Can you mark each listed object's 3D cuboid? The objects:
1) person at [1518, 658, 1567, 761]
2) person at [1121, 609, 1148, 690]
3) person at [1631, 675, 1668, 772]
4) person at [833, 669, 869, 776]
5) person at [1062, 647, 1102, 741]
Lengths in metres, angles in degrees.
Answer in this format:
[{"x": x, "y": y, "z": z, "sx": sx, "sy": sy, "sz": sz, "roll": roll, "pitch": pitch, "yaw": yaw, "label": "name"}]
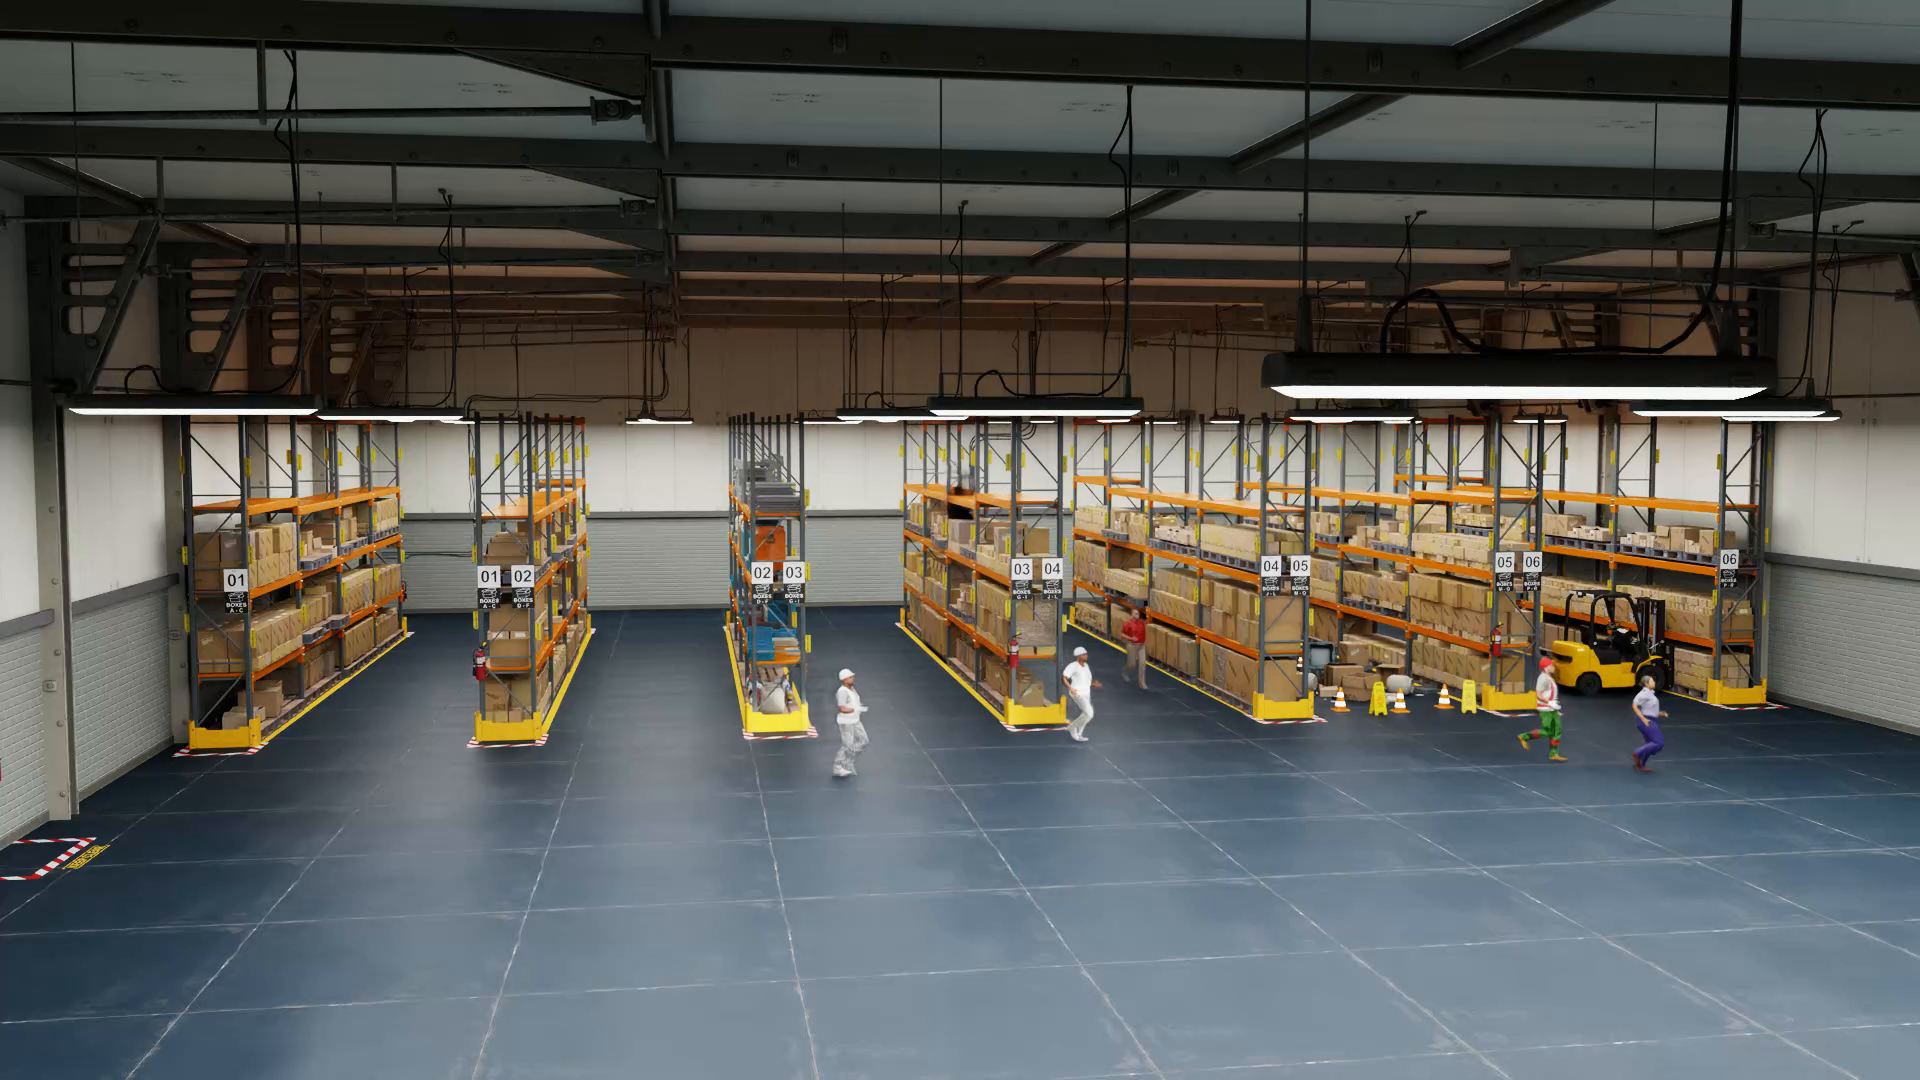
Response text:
[{"x": 10.049, "y": 2.909, "z": 28.606, "sx": 0.823, "sy": 1.761, "sz": 0.655, "roll": 2, "pitch": 5, "yaw": 31, "label": "person"}, {"x": 3.849, "y": 2.376, "z": 36.527, "sx": 0.655, "sy": 1.725, "sz": 0.954, "roll": -2, "pitch": 4, "yaw": -22, "label": "person"}, {"x": 11.442, "y": 3.051, "z": 27.561, "sx": 0.538, "sy": 1.598, "sz": 0.600, "roll": 2, "pitch": 4, "yaw": 29, "label": "person"}, {"x": -1.760, "y": 2.992, "z": 27.148, "sx": 0.652, "sy": 1.779, "sz": 0.662, "roll": 1, "pitch": 4, "yaw": 17, "label": "person"}, {"x": 2.243, "y": 2.807, "z": 30.190, "sx": 0.567, "sy": 1.729, "sz": 0.713, "roll": 2, "pitch": 5, "yaw": 31, "label": "person"}]
